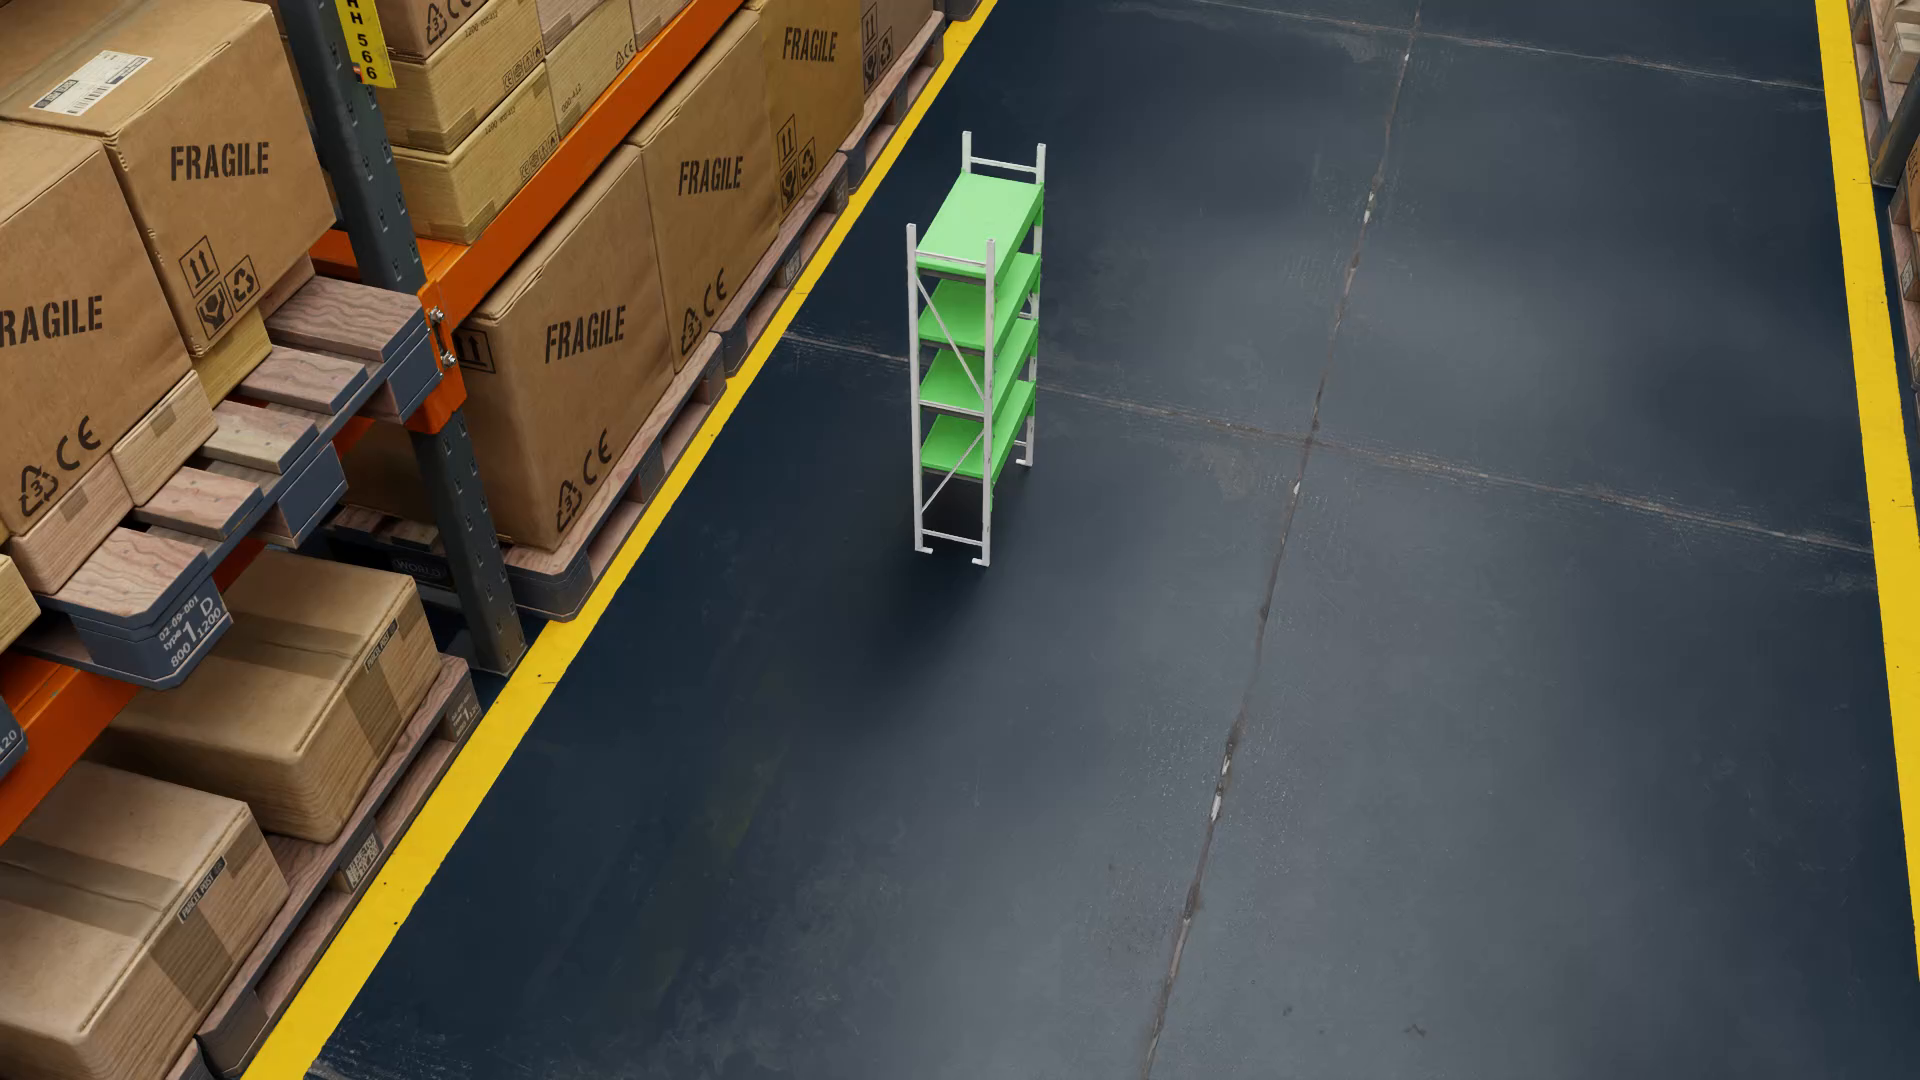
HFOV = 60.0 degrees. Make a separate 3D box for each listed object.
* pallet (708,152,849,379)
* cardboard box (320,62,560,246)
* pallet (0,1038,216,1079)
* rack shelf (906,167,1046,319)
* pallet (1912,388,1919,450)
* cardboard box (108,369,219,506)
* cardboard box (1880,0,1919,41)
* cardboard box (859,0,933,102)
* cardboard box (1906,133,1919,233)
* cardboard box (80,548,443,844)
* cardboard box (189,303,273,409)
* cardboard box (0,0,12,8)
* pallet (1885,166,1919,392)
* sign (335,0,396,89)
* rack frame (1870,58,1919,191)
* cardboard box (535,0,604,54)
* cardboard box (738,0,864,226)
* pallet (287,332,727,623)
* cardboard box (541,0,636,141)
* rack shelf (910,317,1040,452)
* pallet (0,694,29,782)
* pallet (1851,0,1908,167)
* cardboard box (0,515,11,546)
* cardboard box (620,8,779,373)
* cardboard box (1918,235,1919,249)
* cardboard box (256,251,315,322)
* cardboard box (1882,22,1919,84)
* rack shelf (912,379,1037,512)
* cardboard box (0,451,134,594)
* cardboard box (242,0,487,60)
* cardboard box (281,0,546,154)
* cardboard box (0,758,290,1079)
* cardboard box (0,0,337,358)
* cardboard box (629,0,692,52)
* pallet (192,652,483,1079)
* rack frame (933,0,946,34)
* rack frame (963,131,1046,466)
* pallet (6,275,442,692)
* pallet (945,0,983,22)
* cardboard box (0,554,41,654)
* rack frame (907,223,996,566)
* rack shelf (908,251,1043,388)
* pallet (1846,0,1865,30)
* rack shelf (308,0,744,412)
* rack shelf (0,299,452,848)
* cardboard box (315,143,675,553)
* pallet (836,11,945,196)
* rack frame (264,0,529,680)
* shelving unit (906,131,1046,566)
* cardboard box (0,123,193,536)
[{"bbox_3d":[-1.090,-1.137,6.261,1.003,0.211,1.213,13,46,13],"label":"pallet"},{"bbox_3d":[-1.384,-1.033,4.268,0.500,0.250,0.500,12,46,12],"label":"cardboard box"},{"bbox_3d":[-2.381,1.514,3.552,1.003,0.211,1.213,13,46,13],"label":"pallet"},{"bbox_3d":[0.050,-0.837,4.652,0.258,0.148,0.480,13,46,13],"label":"rack shelf"},{"bbox_3d":[3.593,-0.068,5.169,1.003,0.211,1.213,13,46,13],"label":"pallet"},{"bbox_3d":[-1.693,-0.234,3.224,0.380,0.149,0.250,12,46,12],"label":"cardboard box"},{"bbox_3d":[4.168,-2.276,7.085,0.396,0.266,0.258,14,46,14],"label":"cardboard box"},{"bbox_3d":[-0.672,-2.440,6.818,0.875,0.875,0.875,14,46,14],"label":"cardboard box"},{"bbox_3d":[3.810,-1.413,6.036,0.500,0.500,0.500,14,46,14],"label":"cardboard box"},{"bbox_3d":[-1.952,0.350,4.326,0.950,0.372,0.625,10,45,10],"label":"cardboard box"},{"bbox_3d":[-1.659,-0.412,3.405,0.380,0.149,0.250,13,46,13],"label":"cardboard box"},{"bbox_3d":[-2.129,-0.855,3.395,0.500,0.500,0.500,11,46,11],"label":"cardboard box"},{"bbox_3d":[3.961,-0.884,6.003,1.003,0.211,1.213,13,46,13],"label":"pallet"},{"bbox_3d":[-1.252,-1.091,3.449,0.100,0.325,0.005,13,46,13],"label":"sign"},{"bbox_3d":[4.171,-2.431,5.590,1.000,3.000,0.127,13,46,13],"label":"rack frame"},{"bbox_3d":[-1.226,-1.569,4.458,0.500,0.250,0.500,14,46,13],"label":"cardboard box"},{"bbox_3d":[-0.938,-1.837,6.201,0.875,0.875,0.875,14,46,14],"label":"cardboard box"},{"bbox_3d":[-1.461,-0.327,5.433,1.003,0.211,1.213,13,46,13],"label":"pallet"},{"bbox_3d":[-1.245,-1.379,4.622,0.500,0.250,0.500,11,46,11],"label":"cardboard box"},{"bbox_3d":[0.050,-0.494,4.988,0.258,0.148,0.480,13,46,13],"label":"rack shelf"},{"bbox_3d":[-2.332,0.583,2.647,1.003,0.211,1.213,13,46,13],"label":"pallet"},{"bbox_3d":[4.380,-1.892,7.033,1.003,0.211,1.213,13,46,13],"label":"pallet"},{"bbox_3d":[-1.942,-0.060,2.583,0.500,0.500,0.500,10,45,10],"label":"cardboard box"},{"bbox_3d":[-1.209,-1.241,5.592,0.875,0.875,0.875,13,46,13],"label":"cardboard box"},{"bbox_3d":[3.658,-1.056,5.671,0.500,0.500,0.500,12,46,12],"label":"cardboard box"},{"bbox_3d":[-1.647,-0.606,3.604,0.380,0.149,0.250,14,46,14],"label":"cardboard box"},{"bbox_3d":[4.060,-1.996,6.883,0.380,0.149,0.250,11,45,11],"label":"cardboard box"},{"bbox_3d":[0.050,-0.322,5.156,0.258,0.148,0.480,13,46,13],"label":"rack shelf"},{"bbox_3d":[-1.777,-0.068,3.054,0.380,0.149,0.250,11,45,11],"label":"cardboard box"},{"bbox_3d":[-1.389,-1.484,3.835,0.500,0.500,0.500,11,45,11],"label":"cardboard box"},{"bbox_3d":[-1.383,-1.224,4.106,0.500,0.250,0.500,12,46,12],"label":"cardboard box"},{"bbox_3d":[-2.168,0.843,3.822,0.950,0.372,0.625,12,46,12],"label":"cardboard box"},{"bbox_3d":[-1.645,-0.744,3.281,0.500,0.500,0.500,11,46,11],"label":"cardboard box"},{"bbox_3d":[-1.081,-1.728,4.978,0.500,0.250,0.500,14,46,14],"label":"cardboard box"},{"bbox_3d":[-2.010,0.703,4.380,1.003,0.211,1.213,13,46,13],"label":"pallet"},{"bbox_3d":[-0.561,-3.480,6.662,1.000,3.000,0.127,13,46,13],"label":"rack frame"},{"bbox_3d":[0.124,-0.702,5.109,0.240,1.200,0.015,13,46,13],"label":"rack frame"},{"bbox_3d":[-1.886,-0.248,3.495,1.213,0.211,1.003,13,46,13],"label":"pallet"},{"bbox_3d":[-0.256,-2.974,8.138,1.003,0.211,1.213,13,46,13],"label":"pallet"},{"bbox_3d":[-1.847,0.118,2.864,0.380,0.149,0.250,13,46,13],"label":"cardboard box"},{"bbox_3d":[-0.024,-0.377,4.777,0.240,1.200,0.015,13,46,13],"label":"rack frame"},{"bbox_3d":[0.050,-0.665,4.820,0.258,0.148,0.480,13,46,13],"label":"rack shelf"},{"bbox_3d":[4.748,-2.708,7.866,1.003,0.211,1.213,13,46,13],"label":"pallet"},{"bbox_3d":[-1.166,-1.890,5.551,1.077,0.370,4.000,13,46,13],"label":"rack shelf"},{"bbox_3d":[-2.378,0.776,2.826,1.077,0.370,4.000,13,46,13],"label":"rack shelf"},{"bbox_3d":[-1.484,-0.647,4.986,0.875,0.875,0.875,12,46,12],"label":"cardboard box"},{"bbox_3d":[-0.722,-1.953,7.095,1.003,0.211,1.213,13,46,13],"label":"pallet"},{"bbox_3d":[-1.772,-0.814,3.937,1.000,3.000,0.127,13,46,13],"label":"rack frame"},{"bbox_3d":[0.050,-0.539,4.943,0.258,1.200,0.503,13,46,13],"label":"shelving unit"},{"bbox_3d":[-1.791,-0.397,2.927,0.500,0.500,0.500,12,46,12],"label":"cardboard box"}]
